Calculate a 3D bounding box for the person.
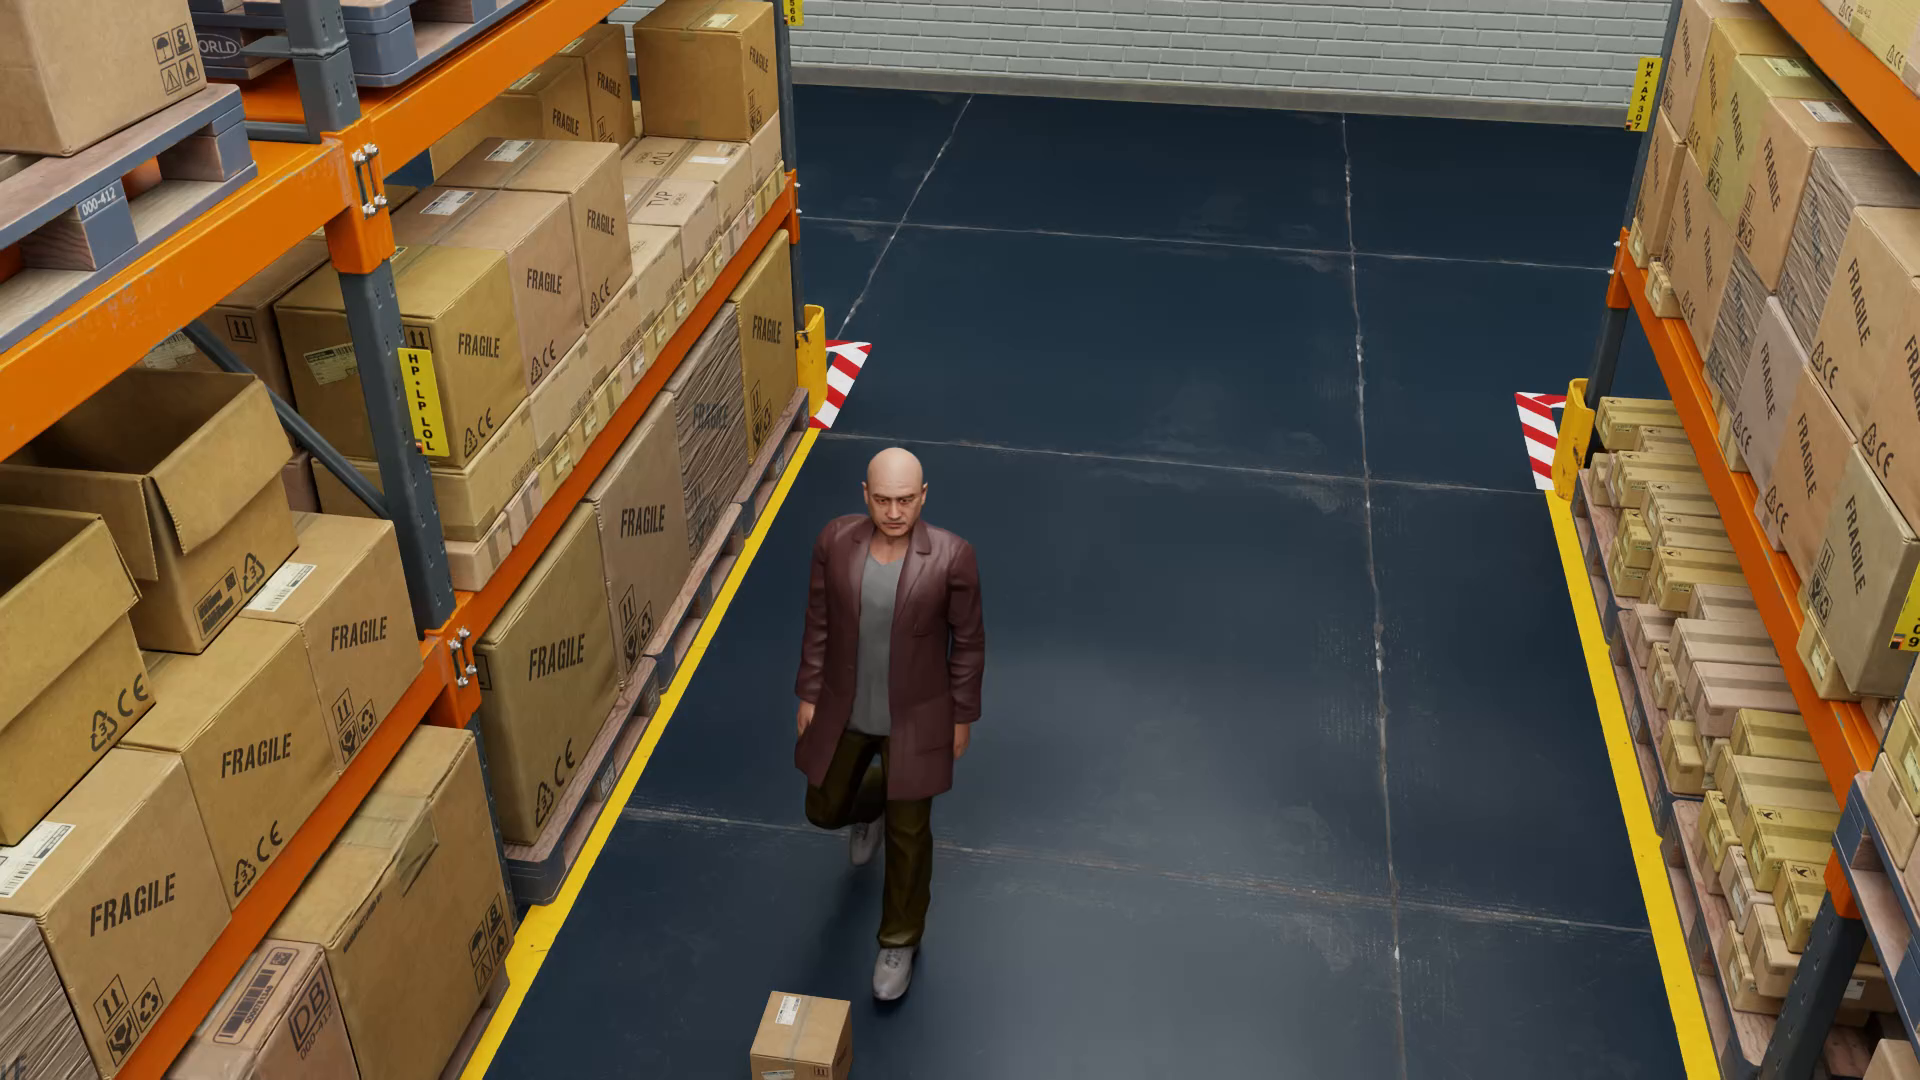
[{"bbox_3d":[-0.239,0.543,5.248,0.597,1.764,0.802,8,33,13],"label":"person"}]
